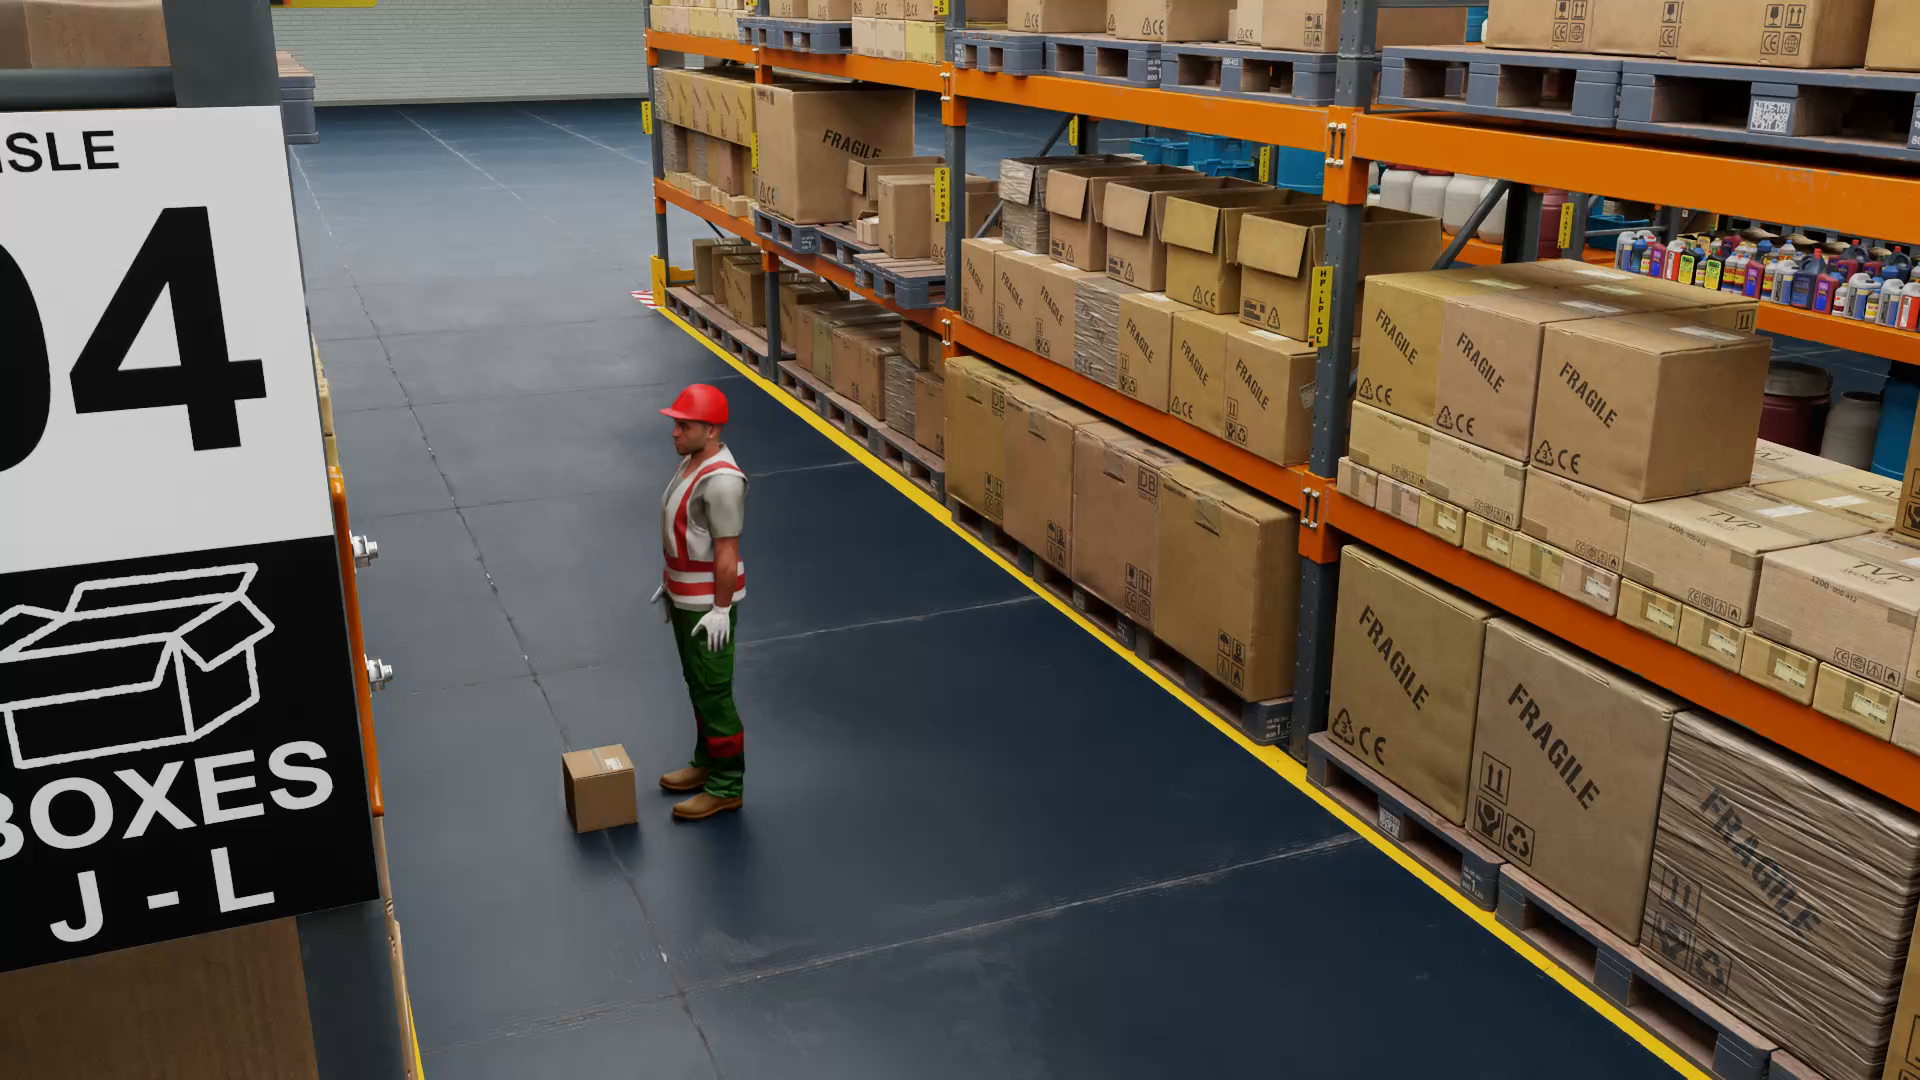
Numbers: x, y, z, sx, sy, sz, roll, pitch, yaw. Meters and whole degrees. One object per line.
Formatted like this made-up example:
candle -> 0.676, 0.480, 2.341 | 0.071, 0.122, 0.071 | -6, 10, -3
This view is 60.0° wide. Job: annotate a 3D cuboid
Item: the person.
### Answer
person -> -1.065, 0.244, 6.793 | 0.380, 1.793, 0.526 | -7, 20, -21
